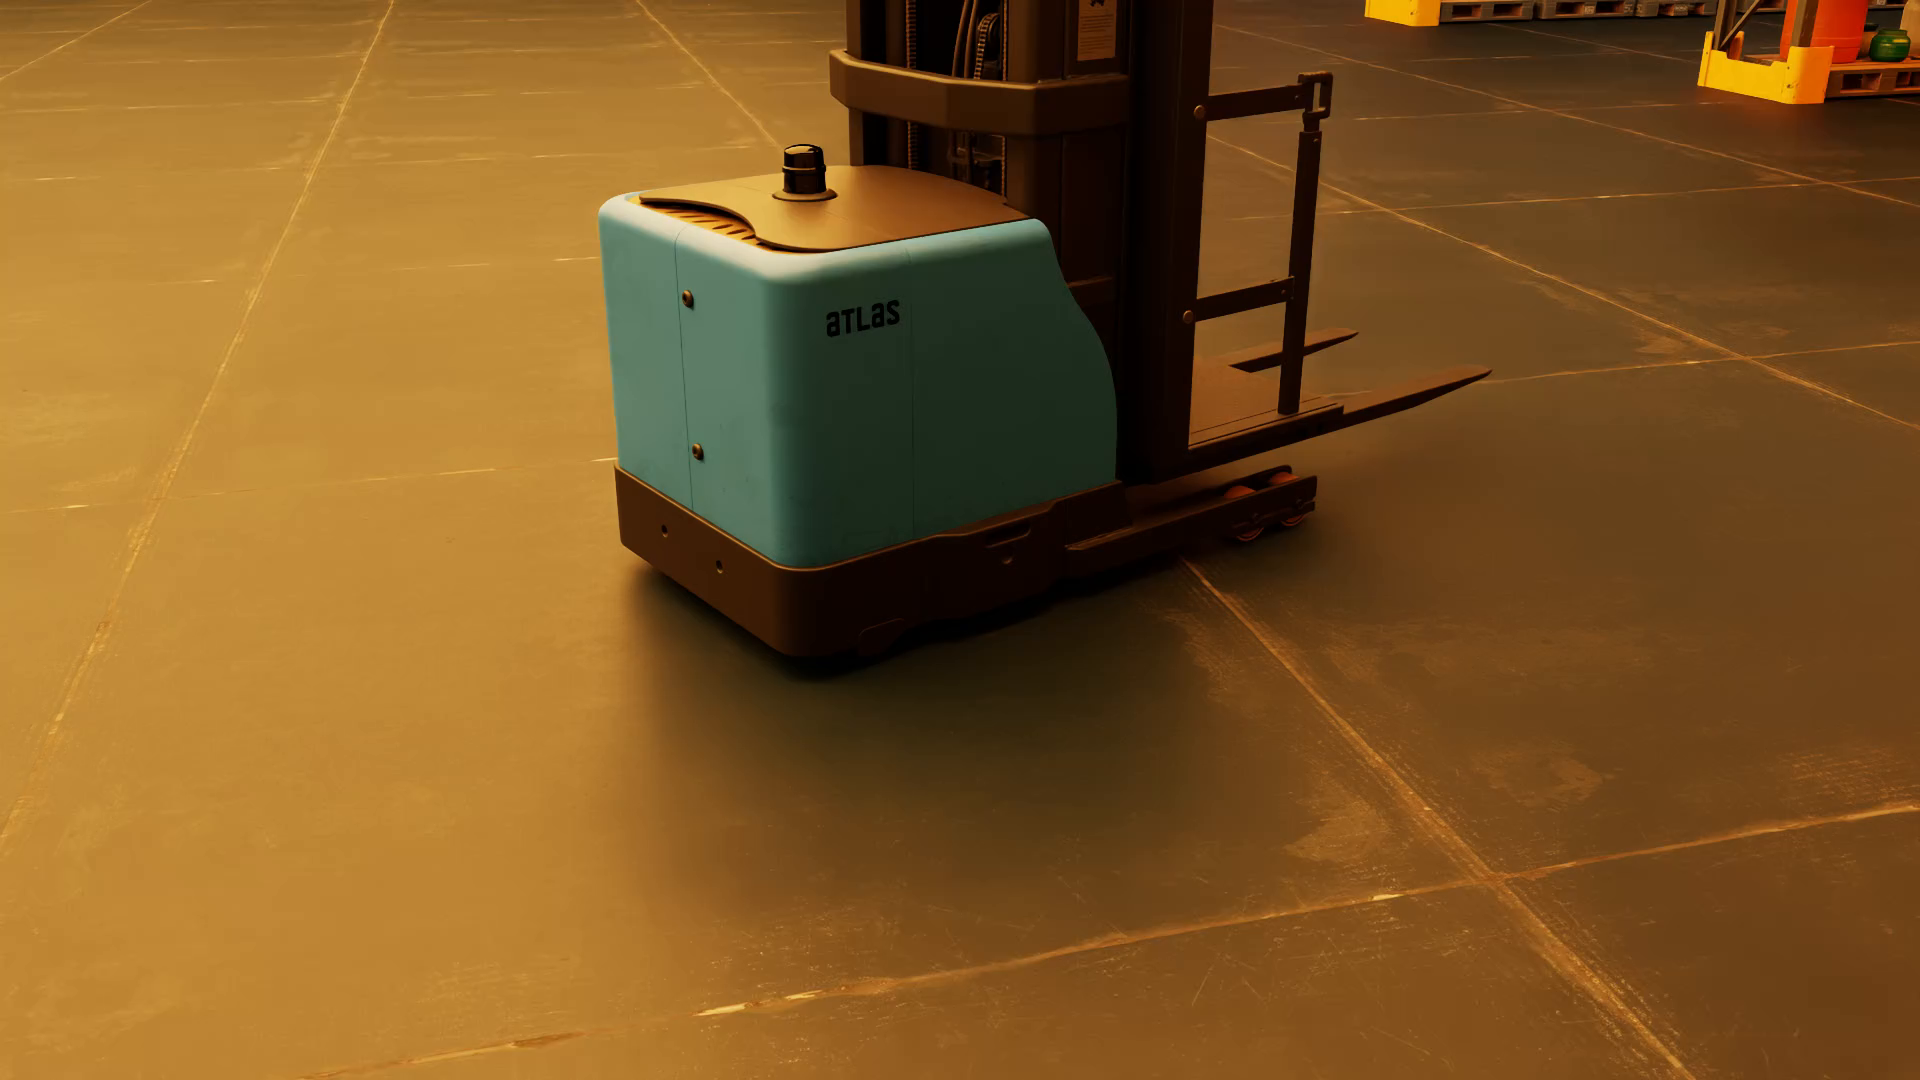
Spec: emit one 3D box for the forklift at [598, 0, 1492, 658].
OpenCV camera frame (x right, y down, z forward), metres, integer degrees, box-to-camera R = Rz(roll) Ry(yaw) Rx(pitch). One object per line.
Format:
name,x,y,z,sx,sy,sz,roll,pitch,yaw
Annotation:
forklift,0.484,-1.493,4.818,3.031,2.935,1.130,-17,28,-34
